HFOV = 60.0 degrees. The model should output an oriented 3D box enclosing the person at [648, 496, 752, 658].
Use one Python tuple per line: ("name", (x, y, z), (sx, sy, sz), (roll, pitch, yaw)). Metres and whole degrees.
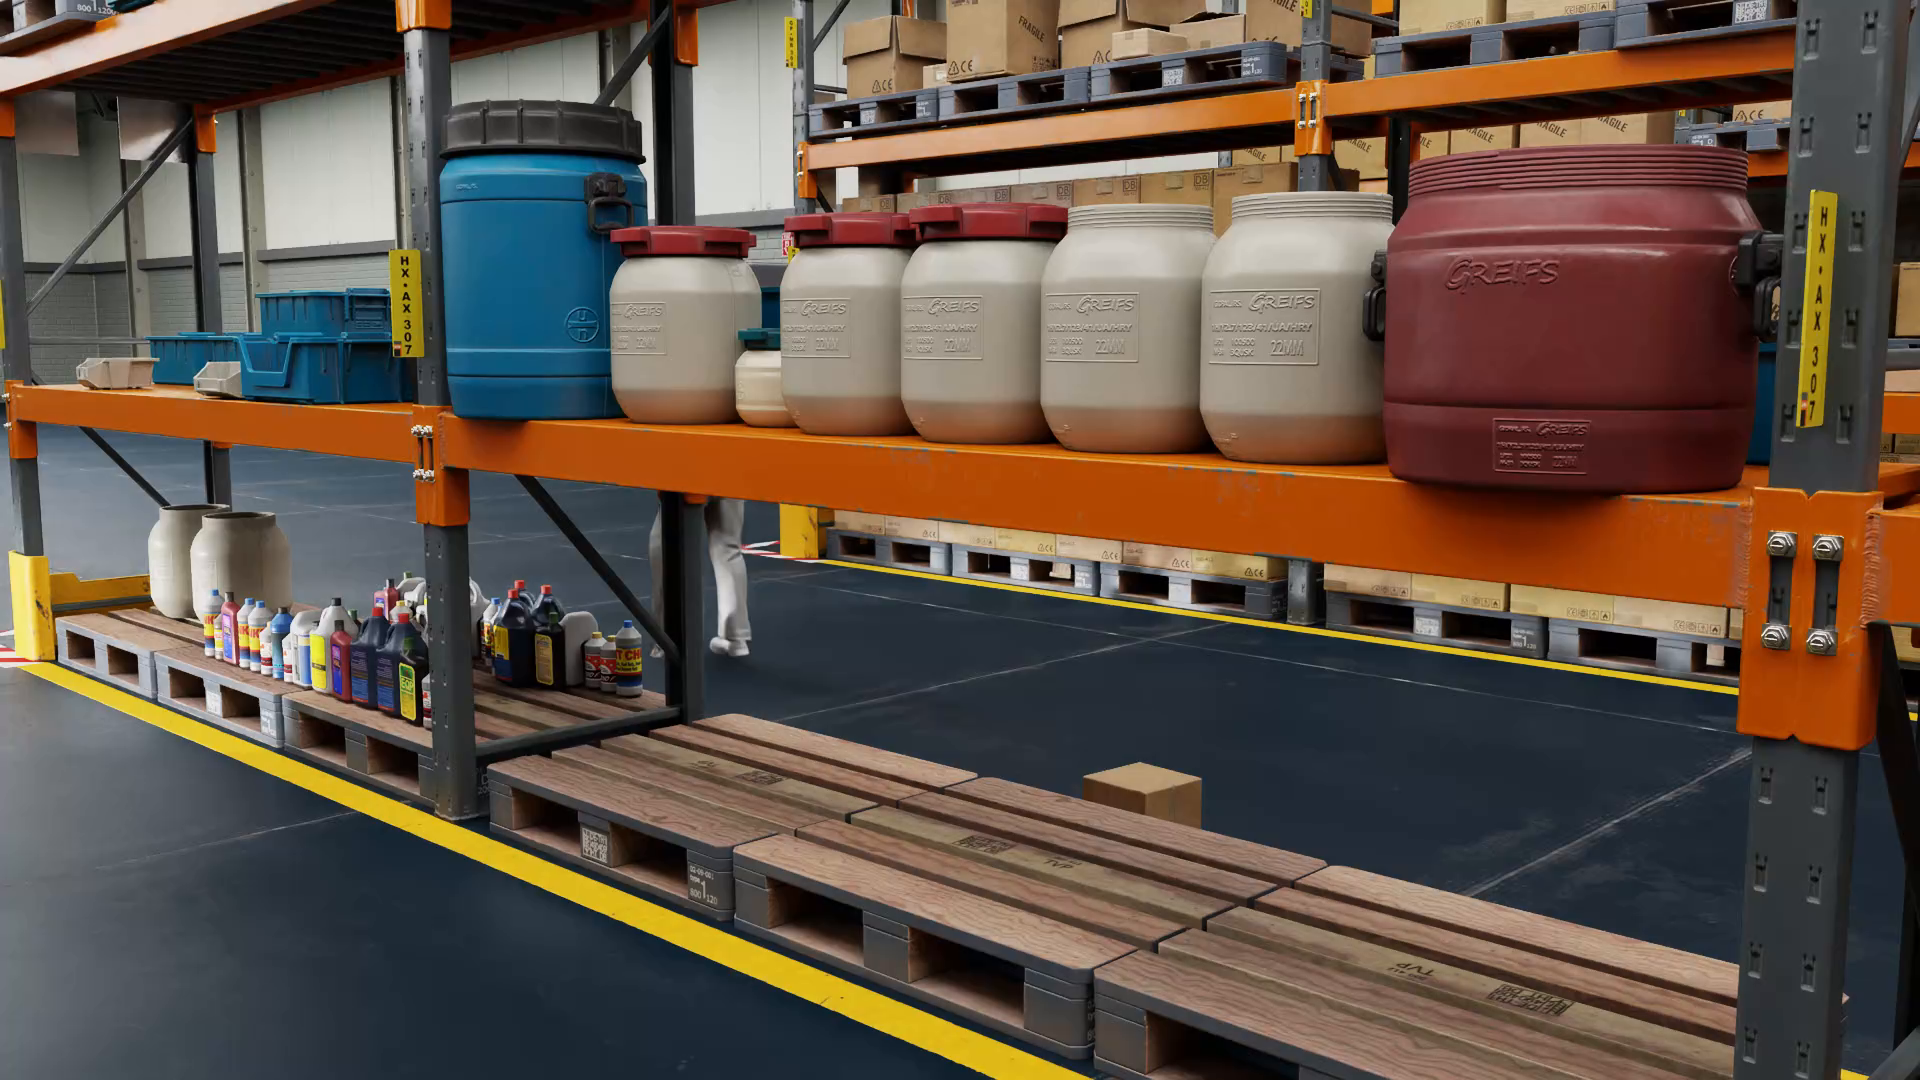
("person", (-1.209, -0.242, 7.877), (0.457, 1.739, 0.592), (-7, 10, -44))
